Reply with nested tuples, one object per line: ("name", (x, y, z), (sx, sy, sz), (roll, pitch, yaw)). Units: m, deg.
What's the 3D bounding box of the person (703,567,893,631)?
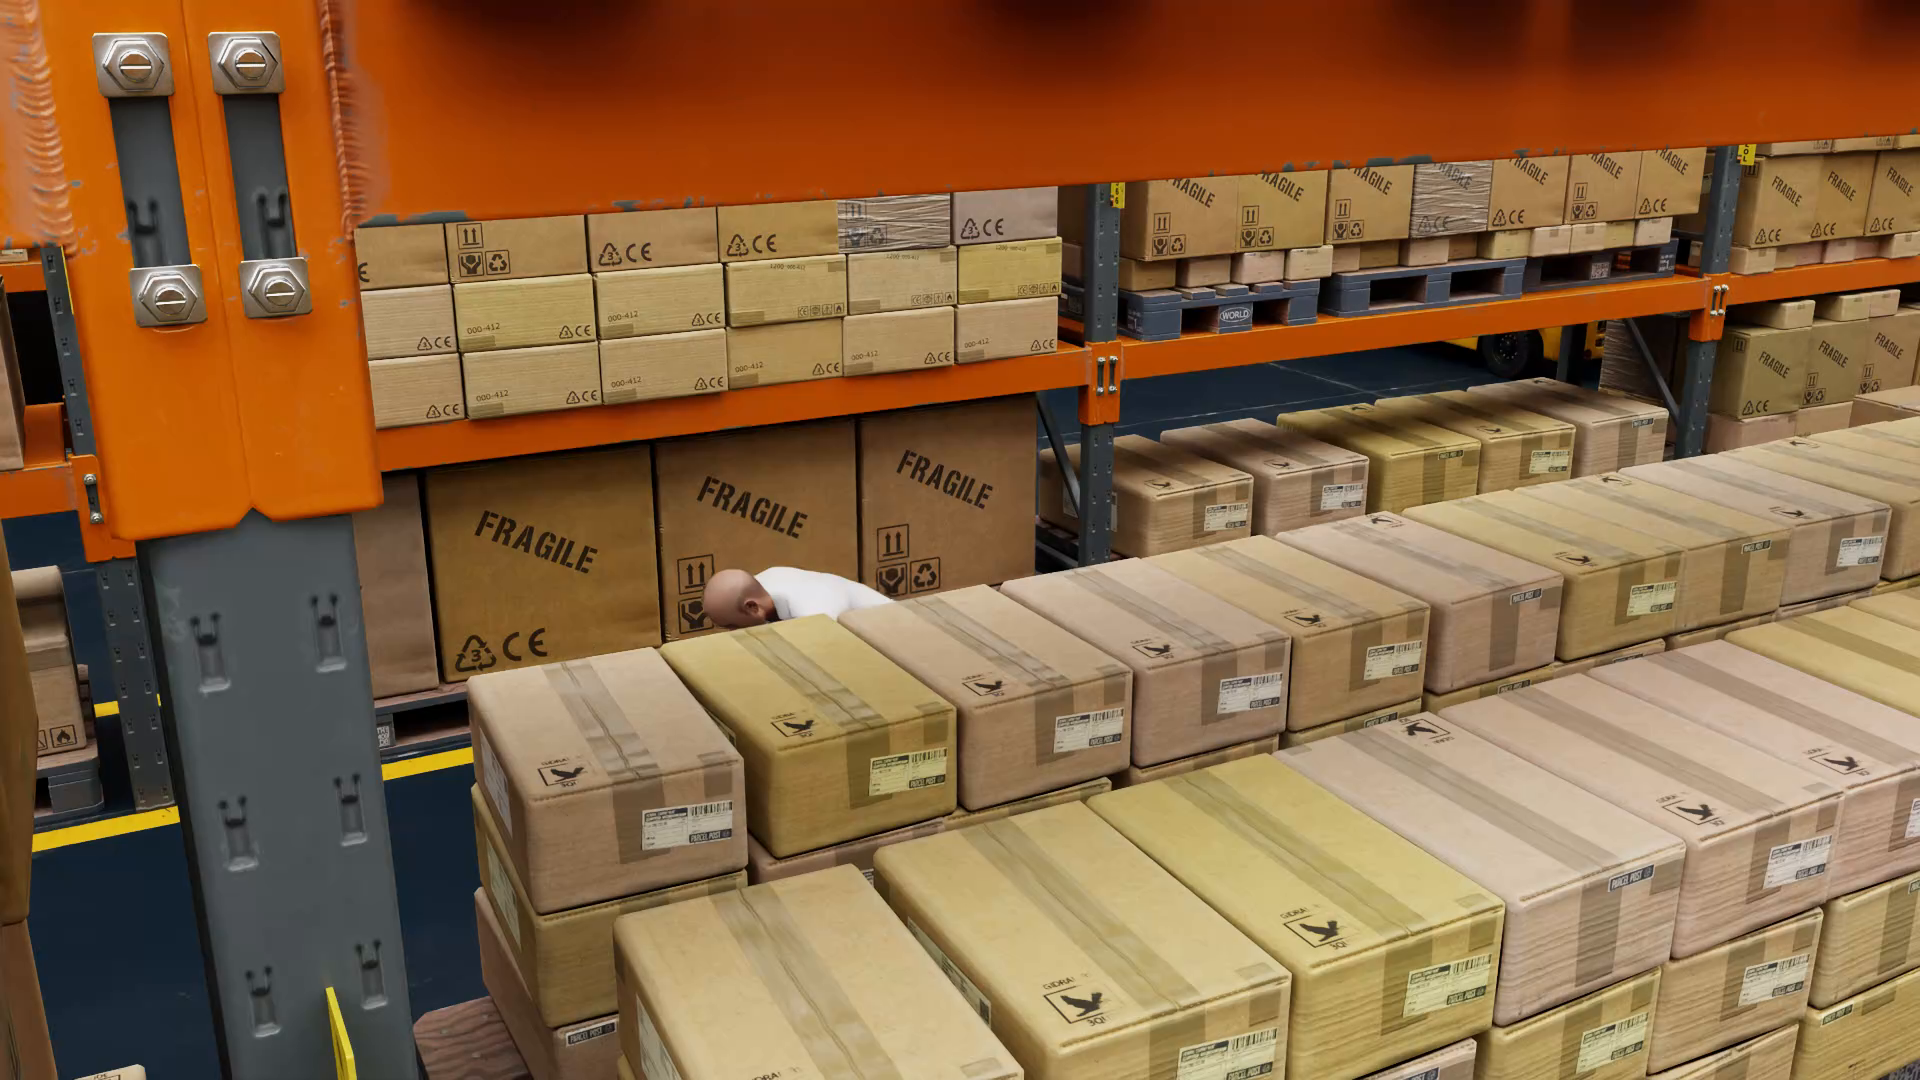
("person", (-0.547, 0.472, 6.084), (0.908, 0.883, 0.602), (-10, 20, -27))
